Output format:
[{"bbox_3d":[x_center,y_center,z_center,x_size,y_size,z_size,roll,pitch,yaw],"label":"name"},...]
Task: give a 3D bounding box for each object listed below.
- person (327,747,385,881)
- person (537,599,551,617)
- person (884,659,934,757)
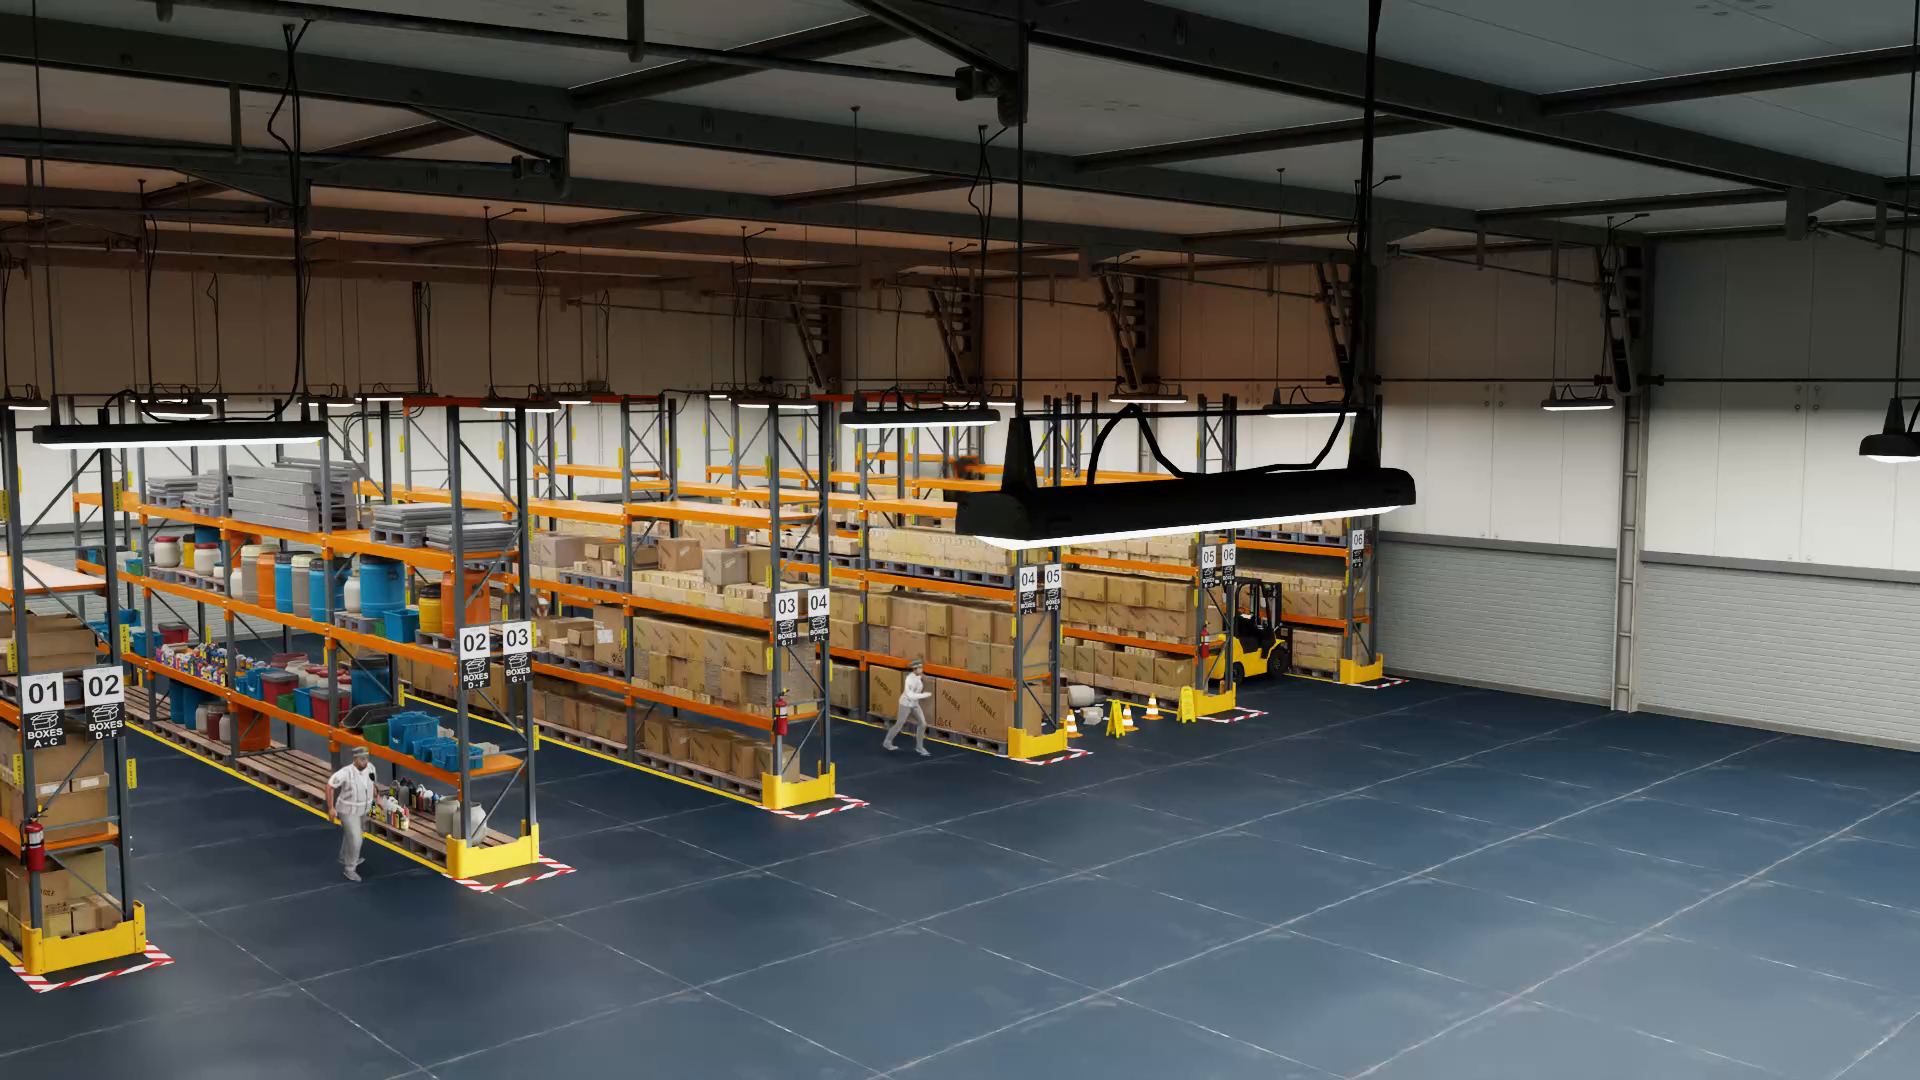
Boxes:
[{"bbox_3d":[-7.763,3.446,21.225,0.794,1.707,0.733,2,6,24],"label":"person"},{"bbox_3d":[-9.168,2.056,36.005,0.941,1.610,0.678,2,6,22],"label":"person"},{"bbox_3d":[-0.841,2.807,27.985,0.940,1.661,0.599,3,6,29],"label":"person"}]
